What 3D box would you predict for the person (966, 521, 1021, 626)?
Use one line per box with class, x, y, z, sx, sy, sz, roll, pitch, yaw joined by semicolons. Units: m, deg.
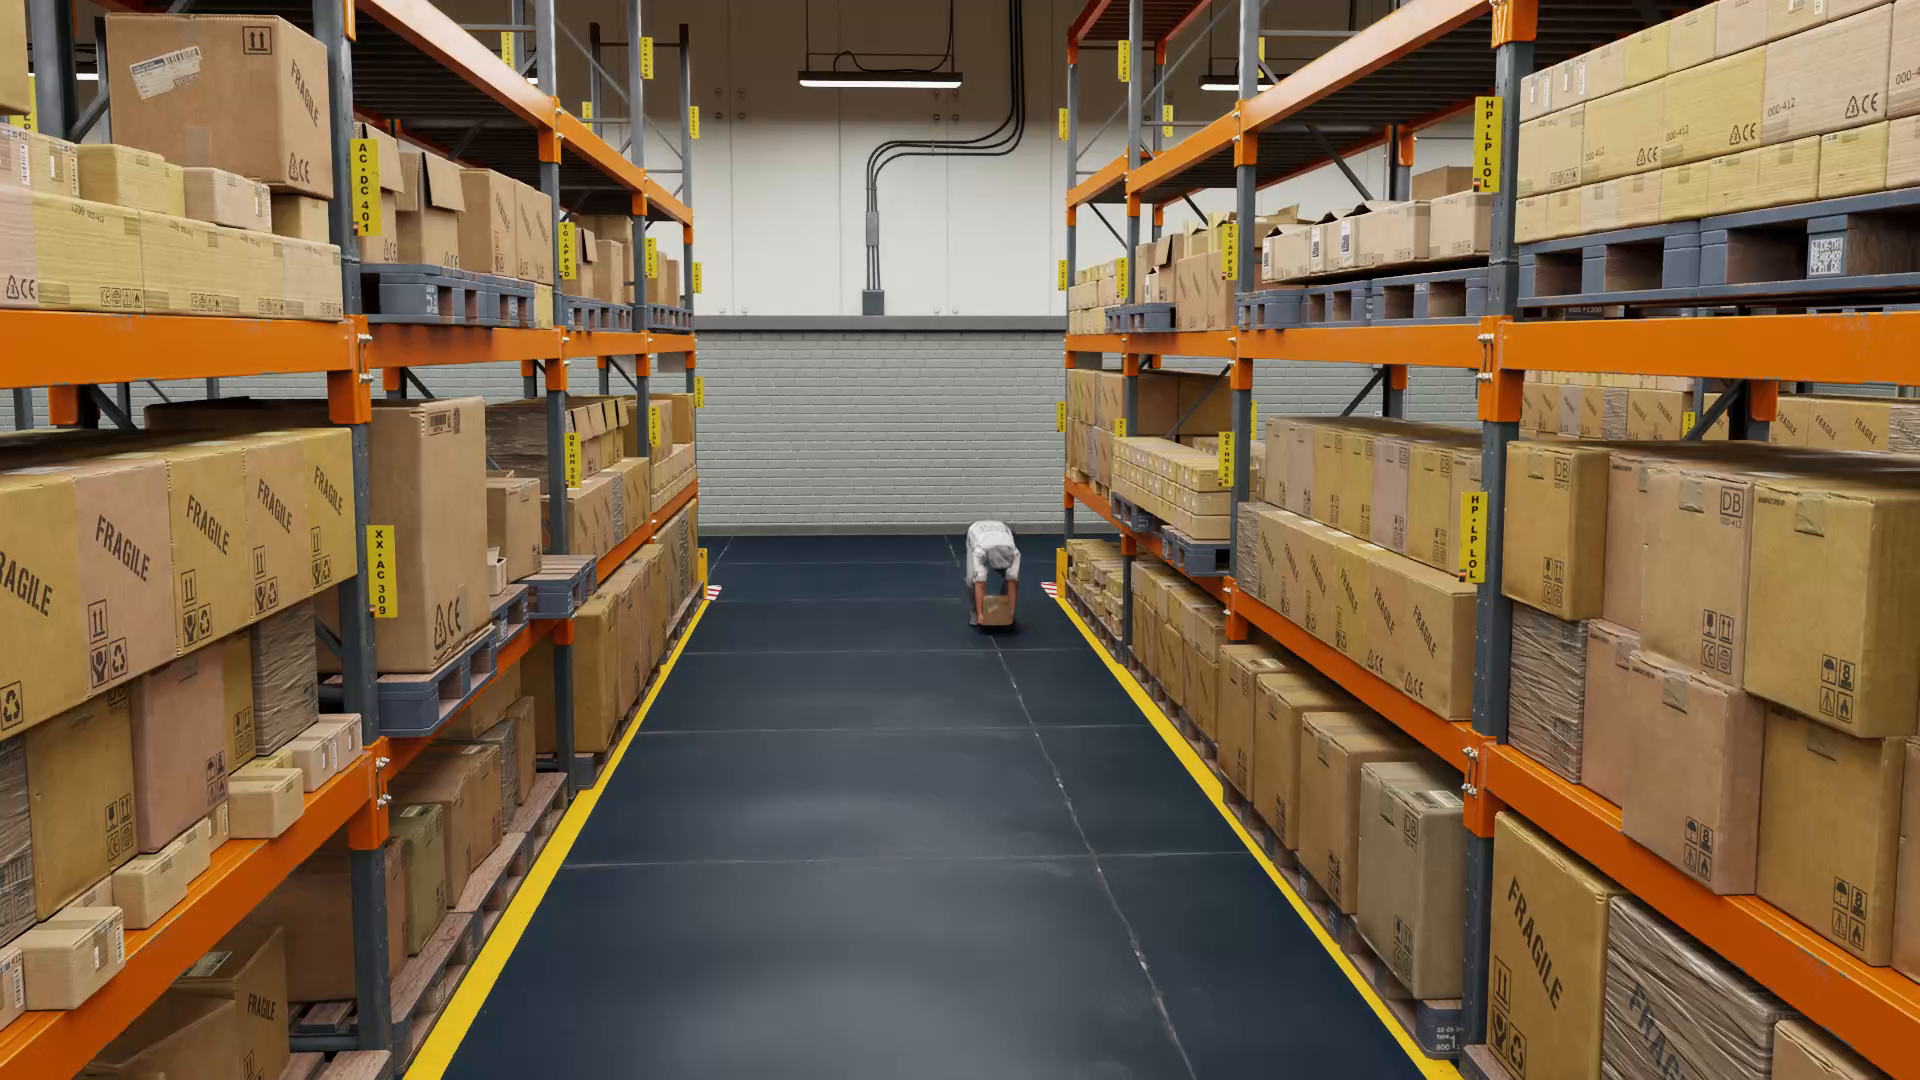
person;0.329;0.344;15.984;0.533;1.007;1.027;-1;7;-8
